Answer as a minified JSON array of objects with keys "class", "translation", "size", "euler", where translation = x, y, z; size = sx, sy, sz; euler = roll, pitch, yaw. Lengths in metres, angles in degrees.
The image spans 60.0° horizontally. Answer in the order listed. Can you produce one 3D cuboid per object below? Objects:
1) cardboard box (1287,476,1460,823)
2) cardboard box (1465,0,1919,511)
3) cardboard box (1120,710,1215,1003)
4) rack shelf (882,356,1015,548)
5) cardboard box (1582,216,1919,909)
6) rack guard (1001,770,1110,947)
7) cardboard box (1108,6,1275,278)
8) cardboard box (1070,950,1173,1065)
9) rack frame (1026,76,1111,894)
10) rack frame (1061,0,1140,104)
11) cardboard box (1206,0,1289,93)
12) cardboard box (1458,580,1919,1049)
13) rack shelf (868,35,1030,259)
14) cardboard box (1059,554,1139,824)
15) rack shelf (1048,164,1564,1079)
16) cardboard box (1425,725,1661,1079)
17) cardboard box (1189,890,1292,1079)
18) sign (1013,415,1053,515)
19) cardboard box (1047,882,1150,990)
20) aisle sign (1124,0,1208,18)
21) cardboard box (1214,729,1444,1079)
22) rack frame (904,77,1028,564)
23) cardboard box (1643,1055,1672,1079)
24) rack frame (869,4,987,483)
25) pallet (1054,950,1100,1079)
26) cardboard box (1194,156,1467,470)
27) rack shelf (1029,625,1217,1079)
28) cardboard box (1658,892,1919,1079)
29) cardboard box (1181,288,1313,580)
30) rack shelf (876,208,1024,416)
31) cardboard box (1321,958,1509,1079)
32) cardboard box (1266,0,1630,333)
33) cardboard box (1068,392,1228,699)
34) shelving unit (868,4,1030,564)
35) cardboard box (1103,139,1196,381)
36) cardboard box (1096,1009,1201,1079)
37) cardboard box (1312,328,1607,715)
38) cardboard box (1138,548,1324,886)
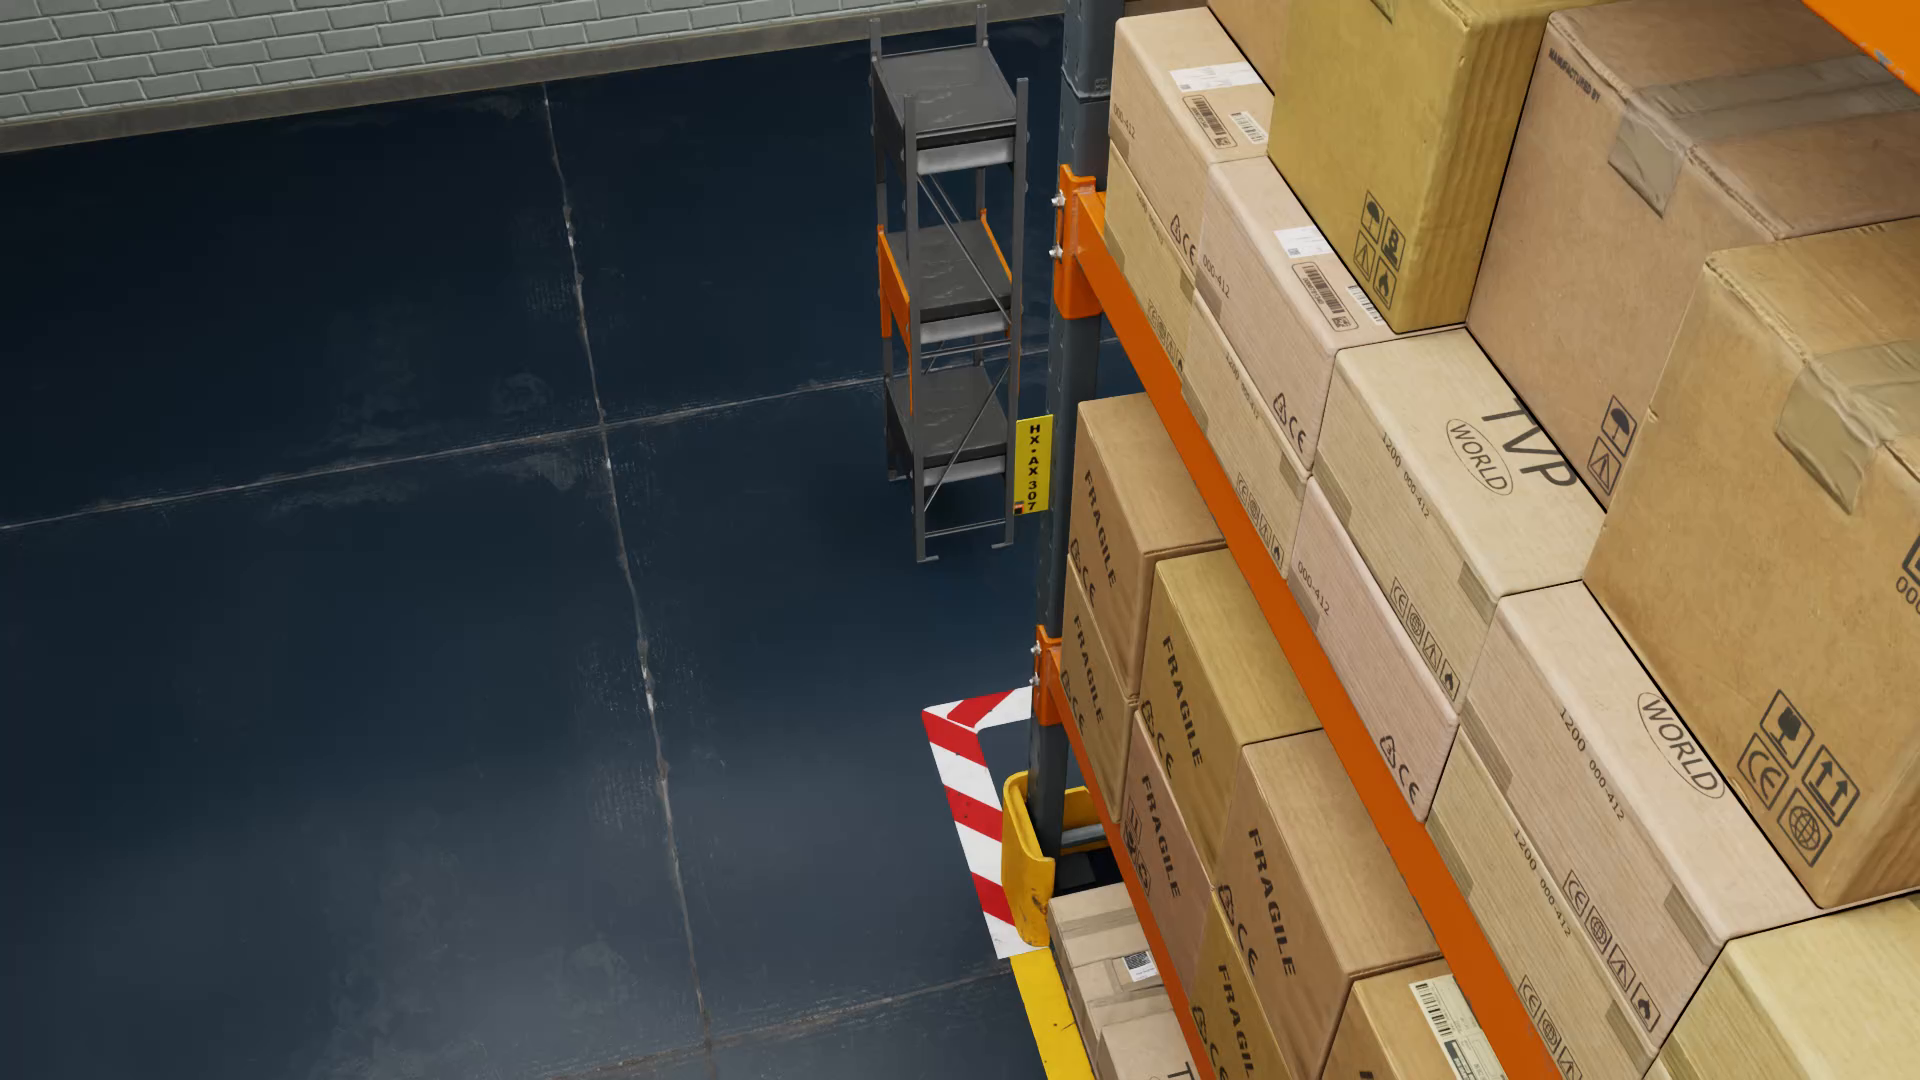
[{"class":"cardboard box","translation":[0.844,0.112,2.545],"size":[0.500,0.250,0.500],"euler":[-11,47,-10]},{"class":"cardboard box","translation":[1.138,-0.381,2.153],"size":[0.700,0.500,0.500],"euler":[-11,47,-10]},{"class":"cardboard box","translation":[0.709,0.691,3.903],"size":[0.500,0.500,0.500],"euler":[-11,47,-11]},{"class":"rack shelf","translation":[-0.042,-0.350,6.622],"size":[0.431,0.518,0.480],"euler":[-11,47,-10]},{"class":"cardboard box","translation":[1.175,-0.019,1.798],"size":[0.700,0.500,0.500],"euler":[-11,47,-10]},{"class":"rack guard","translation":[0.732,0.943,5.476],"size":[1.175,0.500,0.348],"euler":[-11,47,-10]},{"class":"cardboard box","translation":[0.593,-0.754,3.044],"size":[0.500,0.250,0.500],"euler":[-11,47,-10]},{"class":"cardboard box","translation":[0.552,1.378,4.975],"size":[0.380,0.166,0.250],"euler":[-11,47,-10]},{"class":"rack frame","translation":[0.713,0.016,4.634],"size":[1.000,3.000,0.127],"euler":[-11,47,-10]},{"class":"rack frame","translation":[0.713,-2.084,2.492],"size":[1.000,3.000,0.127],"euler":[-11,47,-10]},{"class":"cardboard box","translation":[0.860,-1.067,2.825],"size":[0.700,0.500,0.500],"euler":[-11,47,-10]},{"class":"cardboard box","translation":[0.972,0.282,2.028],"size":[0.500,0.250,0.500],"euler":[-11,47,-10]},{"class":"rack shelf","translation":[-0.042,-1.330,5.622],"size":[0.431,0.518,0.480],"euler":[-11,47,-10]},{"class":"cardboard box","translation":[0.571,0.335,4.251],"size":[0.500,0.500,0.500],"euler":[-10,46,-9]},{"class":"rack shelf","translation":[1.225,0.599,2.467],"size":[1.077,0.370,4.000],"euler":[-11,47,-10]},{"class":"cardboard box","translation":[0.978,0.456,2.208],"size":[0.500,0.250,0.500],"euler":[-11,47,-10]},{"class":"cardboard box","translation":[0.834,1.038,3.563],"size":[0.500,0.500,0.500],"euler":[-11,47,-10]},{"class":"sign","translation":[0.188,-0.188,4.228],"size":[0.100,0.325,0.005],"euler":[-11,47,-10]},{"class":"cardboard box","translation":[0.488,1.212,5.150],"size":[0.380,0.149,0.250],"euler":[-11,47,-10]},{"class":"aisle sign","translation":[0.411,-0.888,3.699],"size":[0.394,0.787,0.004],"euler":[-11,47,-10]},{"class":"cardboard box","translation":[0.836,0.691,3.202],"size":[0.500,0.500,0.500],"euler":[-10,46,-10]},{"class":"rack frame","translation":[0.020,-0.681,5.947],"size":[0.400,2.100,0.015],"euler":[-11,47,-10]},{"class":"cardboard box","translation":[1.101,0.802,1.868],"size":[0.500,0.250,0.500],"euler":[-11,47,-10]},{"class":"rack frame","translation":[-0.105,-1.018,6.277],"size":[0.400,2.100,0.015],"euler":[-11,47,-10]},{"class":"pallet","translation":[0.937,1.595,5.040],"size":[1.003,0.211,1.213],"euler":[-11,47,-10]},{"class":"cardboard box","translation":[0.714,-0.408,2.704],"size":[0.500,0.250,0.500],"euler":[-11,47,-10]},{"class":"rack shelf","translation":[1.225,1.648,3.538],"size":[1.077,0.370,4.000],"euler":[-11,47,-10]},{"class":"cardboard box","translation":[1.099,0.628,1.690],"size":[0.500,0.250,0.500],"euler":[-11,47,-10]},{"class":"cardboard box","translation":[0.714,-0.233,2.883],"size":[0.500,0.250,0.500],"euler":[-11,47,-10]},{"class":"rack shelf","translation":[-0.042,-0.840,6.122],"size":[0.431,0.518,0.480],"euler":[-11,47,-10]},{"class":"cardboard box","translation":[0.967,1.042,2.859],"size":[0.500,0.500,0.500],"euler":[-11,47,-11]},{"class":"cardboard box","translation":[0.906,-0.707,2.472],"size":[0.700,0.500,0.500],"euler":[-11,47,-10]},{"class":"cardboard box","translation":[0.571,-0.015,3.894],"size":[0.500,0.500,0.500],"euler":[-9,46,-9]},{"class":"shelving unit","translation":[-0.042,-0.849,6.112],"size":[0.431,2.100,0.503],"euler":[-11,47,-10]},{"class":"cardboard box","translation":[0.598,-0.580,3.223],"size":[0.500,0.250,0.500],"euler":[-11,47,-10]},{"class":"cardboard box","translation":[0.706,1.597,4.702],"size":[0.500,0.250,0.500],"euler":[-11,47,-10]},{"class":"cardboard box","translation":[0.848,-0.064,2.367],"size":[0.500,0.250,0.500],"euler":[-11,47,-10]},{"class":"cardboard box","translation":[0.713,0.345,3.542],"size":[0.500,0.500,0.500],"euler":[-10,46,-10]}]
